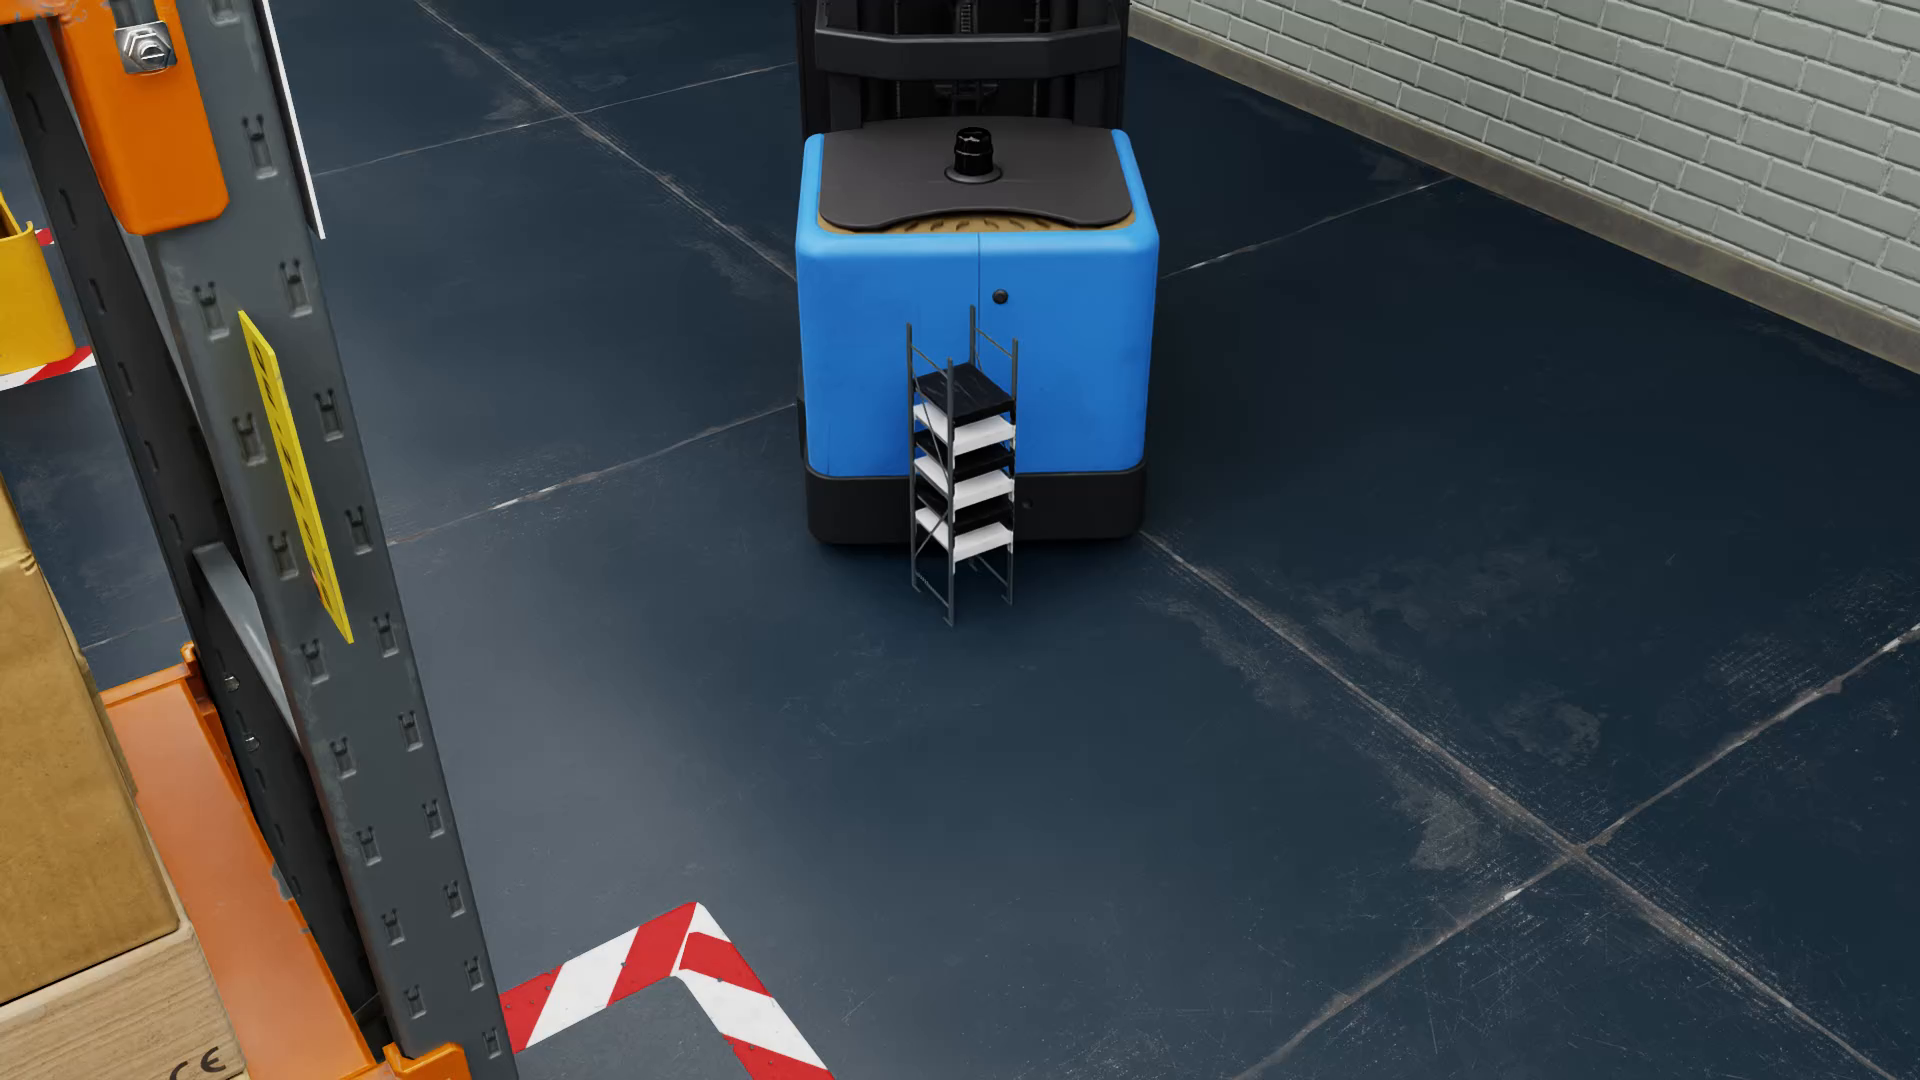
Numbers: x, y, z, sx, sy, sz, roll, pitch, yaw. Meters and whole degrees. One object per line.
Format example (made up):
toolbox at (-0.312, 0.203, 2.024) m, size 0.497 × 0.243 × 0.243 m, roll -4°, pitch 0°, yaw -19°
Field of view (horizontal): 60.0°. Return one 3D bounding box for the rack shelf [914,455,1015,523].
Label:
rack shelf at (0.005, -0.171, 4.774) m, size 0.200 × 0.077 × 0.258 m, roll -19°, pitch 40°, yaw -25°

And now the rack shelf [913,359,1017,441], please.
rack shelf at (0.005, -0.390, 4.617) m, size 0.200 × 0.077 × 0.258 m, roll -19°, pitch 40°, yaw -25°

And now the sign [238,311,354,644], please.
sign at (-0.622, -0.053, 1.560) m, size 0.005 × 0.325 × 0.100 m, roll -22°, pitch 41°, yaw -28°

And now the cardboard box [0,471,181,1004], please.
cardboard box at (-1.170, 0.174, 1.670) m, size 0.500 × 0.500 × 0.500 m, roll -22°, pitch 41°, yaw -27°

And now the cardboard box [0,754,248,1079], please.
cardboard box at (-1.166, 0.479, 1.888) m, size 0.500 × 0.250 × 0.500 m, roll -23°, pitch 42°, yaw -29°

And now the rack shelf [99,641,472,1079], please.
rack shelf at (-2.558, 1.214, 1.609) m, size 4.000 × 0.370 × 1.077 m, roll -22°, pitch 41°, yaw -28°

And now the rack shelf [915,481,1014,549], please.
rack shelf at (0.005, -0.098, 4.827) m, size 0.200 × 0.077 × 0.258 m, roll -19°, pitch 40°, yaw -25°

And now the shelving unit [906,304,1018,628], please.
shelving unit at (0.005, -0.198, 4.755) m, size 0.210 × 0.900 × 0.258 m, roll -19°, pitch 40°, yaw -25°

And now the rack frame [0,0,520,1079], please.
rack frame at (-0.921, 0.251, 2.332) m, size 0.053 × 2.616 × 0.949 m, roll -22°, pitch 41°, yaw -28°

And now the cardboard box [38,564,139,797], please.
cardboard box at (-1.471, 0.222, 2.246) m, size 0.500 × 0.250 × 0.500 m, roll -24°, pitch 42°, yaw -29°

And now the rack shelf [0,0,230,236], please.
rack shelf at (-2.558, -0.004, 0.733) m, size 4.000 × 0.370 × 1.077 m, roll -22°, pitch 41°, yaw -28°

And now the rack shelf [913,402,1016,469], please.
rack shelf at (0.005, -0.317, 4.669) m, size 0.200 × 0.077 × 0.258 m, roll -19°, pitch 40°, yaw -25°

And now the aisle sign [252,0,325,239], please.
aisle sign at (-0.691, -0.687, 1.410) m, size 0.004 × 0.787 × 0.394 m, roll -22°, pitch 41°, yaw -28°

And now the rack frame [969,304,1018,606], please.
rack frame at (0.092, -0.229, 4.797) m, size 0.006 × 0.900 × 0.240 m, roll -19°, pitch 40°, yaw -25°

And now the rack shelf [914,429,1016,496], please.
rack shelf at (0.005, -0.244, 4.722) m, size 0.200 × 0.077 × 0.258 m, roll -19°, pitch 40°, yaw -25°

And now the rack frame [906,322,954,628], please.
rack frame at (-0.083, -0.168, 4.712) m, size 0.006 × 0.900 × 0.240 m, roll -19°, pitch 40°, yaw -25°

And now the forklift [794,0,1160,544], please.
forklift at (-0.003, -2.011, 5.536) m, size 1.130 × 2.935 × 3.031 m, roll -1°, pitch 36°, yaw -2°

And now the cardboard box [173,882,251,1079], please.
cardboard box at (-1.024, 0.628, 2.022) m, size 0.250 × 0.149 × 0.380 m, roll -22°, pitch 41°, yaw -27°

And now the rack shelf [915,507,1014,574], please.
rack shelf at (0.005, -0.025, 4.879) m, size 0.200 × 0.077 × 0.258 m, roll -19°, pitch 40°, yaw -25°

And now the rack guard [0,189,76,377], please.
rack guard at (-3.764, -1.114, 6.371) m, size 0.348 × 0.500 × 1.175 m, roll -22°, pitch 41°, yaw -28°
